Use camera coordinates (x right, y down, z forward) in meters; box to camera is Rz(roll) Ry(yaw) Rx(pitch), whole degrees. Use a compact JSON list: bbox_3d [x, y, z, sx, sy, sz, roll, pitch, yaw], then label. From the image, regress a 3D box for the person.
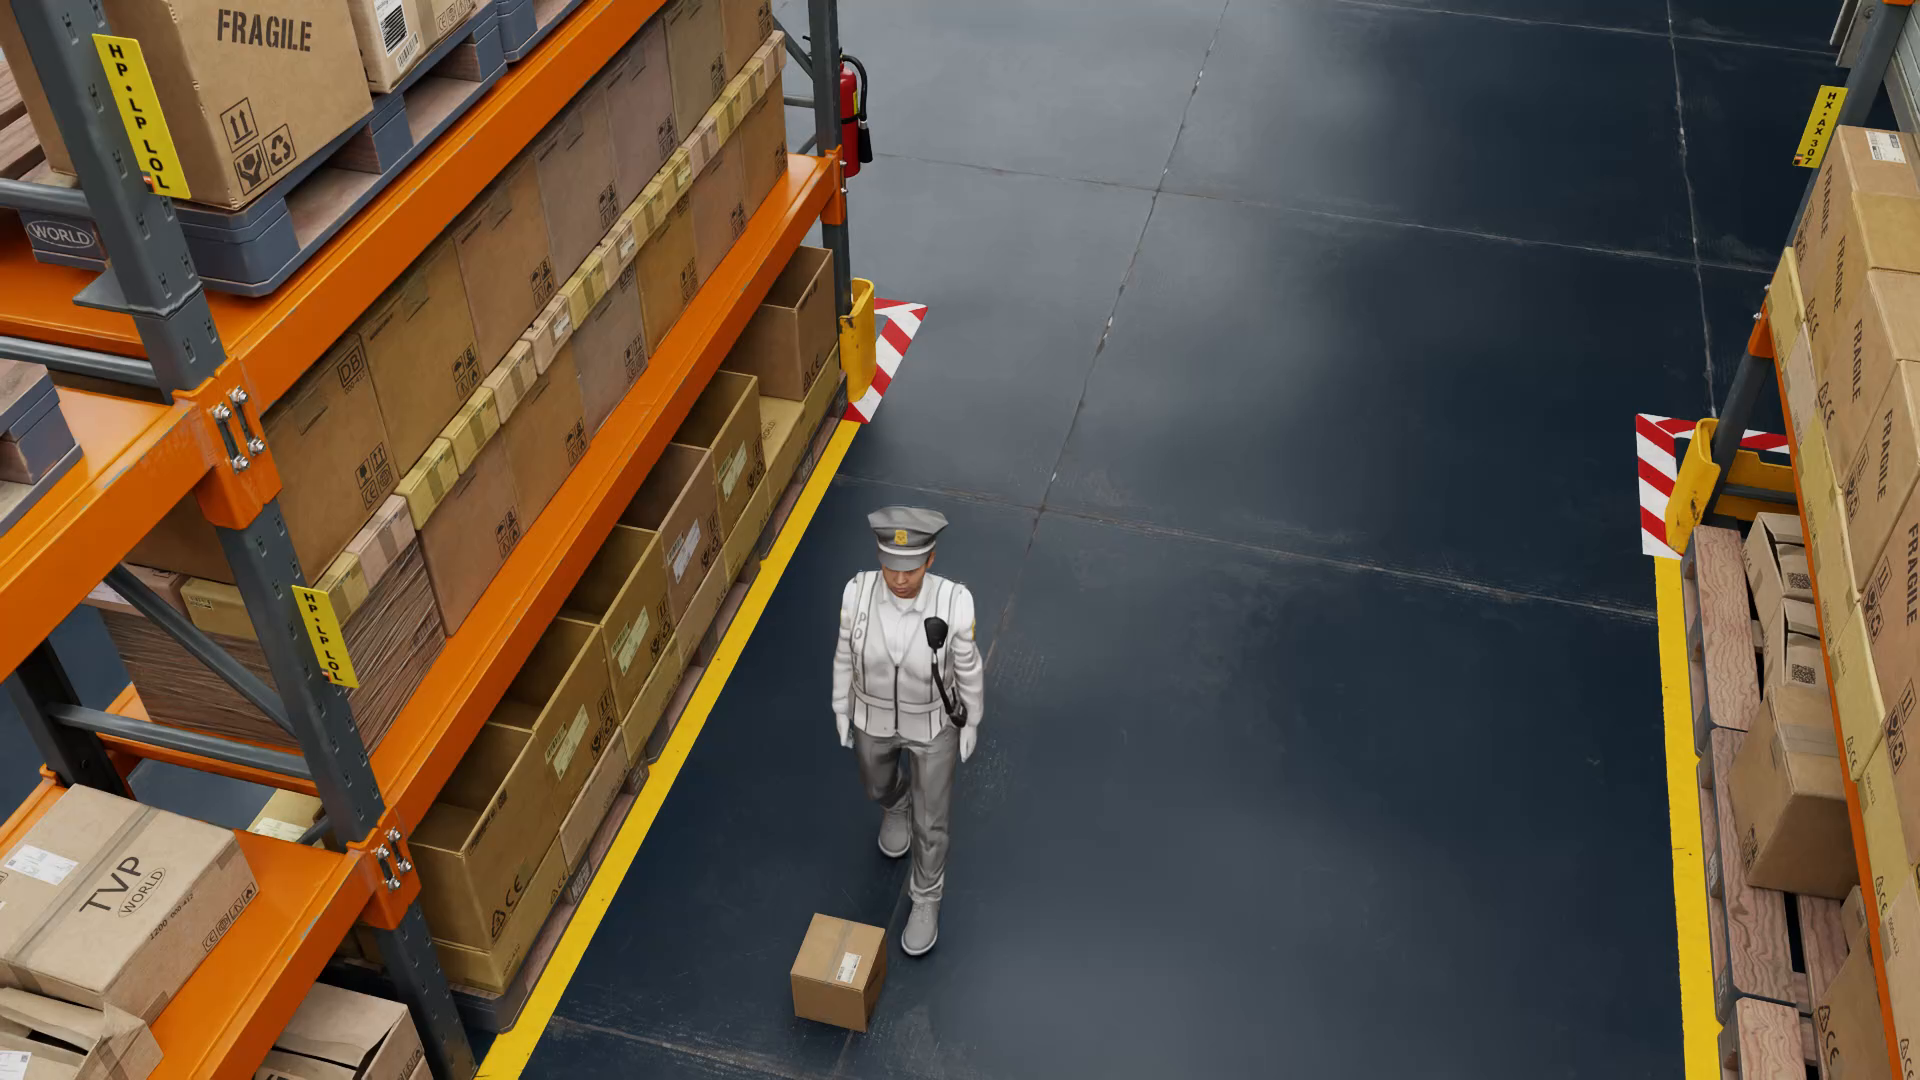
[{"bbox_3d":[-0.183,0.589,5.455,0.503,1.679,0.672,7,42,8],"label":"person"}]
